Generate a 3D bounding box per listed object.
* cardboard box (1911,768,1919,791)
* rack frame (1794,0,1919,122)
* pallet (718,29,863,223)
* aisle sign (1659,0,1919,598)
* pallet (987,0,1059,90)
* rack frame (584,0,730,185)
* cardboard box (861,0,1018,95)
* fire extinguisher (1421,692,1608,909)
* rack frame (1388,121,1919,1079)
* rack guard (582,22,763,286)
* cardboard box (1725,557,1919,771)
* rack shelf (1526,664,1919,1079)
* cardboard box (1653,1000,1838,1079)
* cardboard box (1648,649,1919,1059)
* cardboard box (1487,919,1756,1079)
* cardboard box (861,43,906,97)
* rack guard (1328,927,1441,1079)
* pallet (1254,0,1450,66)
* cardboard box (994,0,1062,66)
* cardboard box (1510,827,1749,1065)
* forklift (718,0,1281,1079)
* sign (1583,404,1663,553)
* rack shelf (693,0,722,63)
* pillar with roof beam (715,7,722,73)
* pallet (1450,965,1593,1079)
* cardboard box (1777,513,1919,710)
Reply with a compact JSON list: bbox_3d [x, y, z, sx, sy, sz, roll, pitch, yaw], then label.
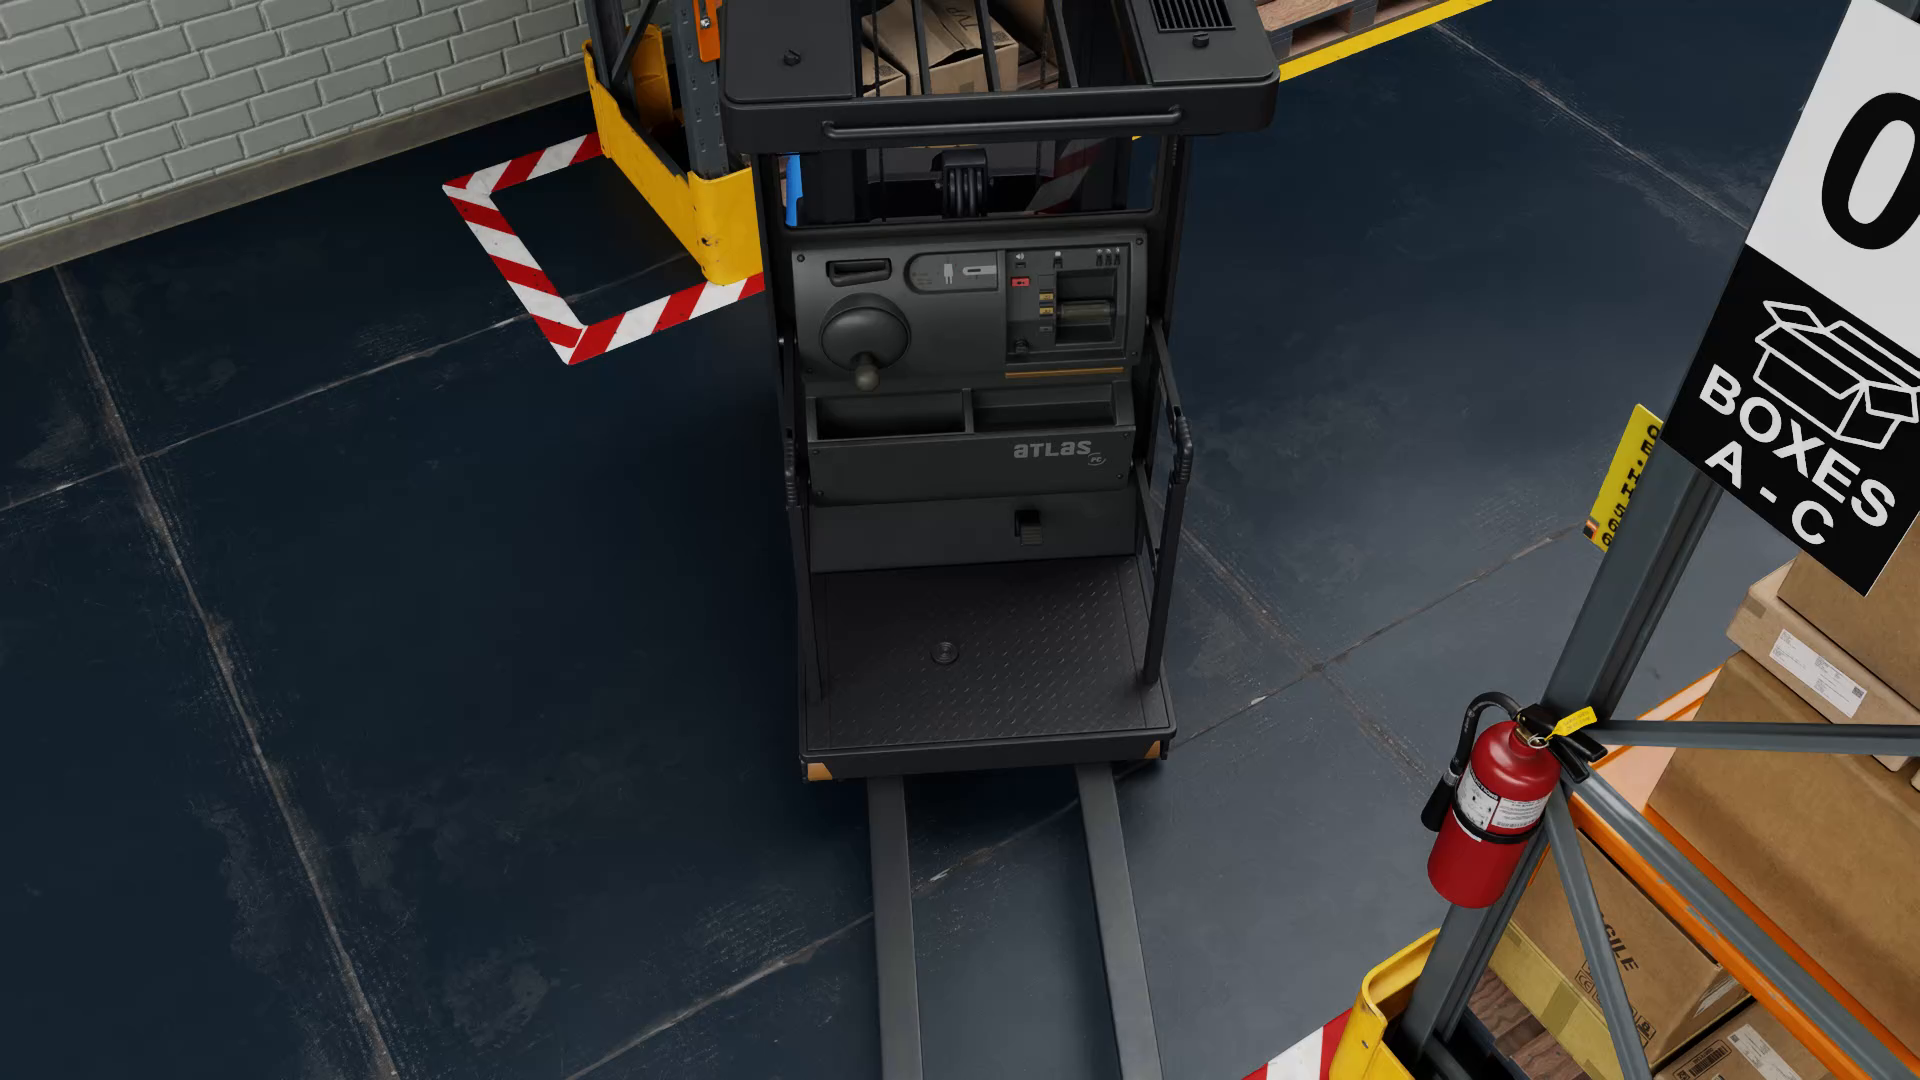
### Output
[{"bbox_3d":[1.889,0.453,2.837,0.250,0.149,0.380,-26,53,-21],"label":"cardboard box"},{"bbox_3d":[1.443,-1.273,0.858,0.127,3.000,1.000,-25,53,-21],"label":"rack frame"},{"bbox_3d":[-0.433,-1.810,7.220,1.213,0.211,1.003,-25,53,-21],"label":"pallet"},{"bbox_3d":[1.230,-0.302,2.269,0.004,0.787,0.394,-25,53,-21],"label":"aisle sign"},{"bbox_3d":[0.597,-2.293,7.650,1.213,0.211,1.003,-25,53,-21],"label":"pallet"},{"bbox_3d":[-1.204,-2.405,5.883,0.127,3.000,1.000,-25,53,-21],"label":"rack frame"},{"bbox_3d":[-0.088,-2.103,7.120,0.500,0.311,0.500,-21,52,-18],"label":"cardboard box"},{"bbox_3d":[1.095,0.501,3.347,0.183,0.674,0.296,-25,53,-21],"label":"fire extinguisher"},{"bbox_3d":[1.443,0.722,3.098,0.127,3.000,1.000,-25,53,-21],"label":"rack frame"},{"bbox_3d":[-1.139,-1.604,6.844,0.348,0.500,1.175,-25,53,-21],"label":"rack guard"},{"bbox_3d":[1.664,0.200,3.062,0.250,0.149,0.380,-26,53,-21],"label":"cardboard box"},{"bbox_3d":[3.134,0.164,4.077,4.000,0.370,1.077,-25,53,-21],"label":"rack shelf"},{"bbox_3d":[2.015,1.424,4.034,0.500,0.250,0.500,-25,53,-21],"label":"cardboard box"},{"bbox_3d":[1.844,0.511,3.220,0.500,0.500,0.700,-25,53,-21],"label":"cardboard box"},{"bbox_3d":[1.739,1.096,4.325,0.500,0.250,0.500,-25,53,-21],"label":"cardboard box"},{"bbox_3d":[-0.571,-1.876,6.918,0.500,0.311,0.500,-31,55,-25],"label":"cardboard box"},{"bbox_3d":[1.422,1.563,4.023,0.348,0.500,1.175,-25,53,-21],"label":"rack guard"},{"bbox_3d":[1.630,-2.782,8.086,1.213,0.211,1.003,-25,53,-21],"label":"pallet"},{"bbox_3d":[0.559,-2.427,7.282,0.500,0.500,0.700,-28,54,-23],"label":"cardboard box"},{"bbox_3d":[1.737,0.846,4.046,0.500,0.500,0.500,-25,53,-21],"label":"cardboard box"},{"bbox_3d":[0.049,-0.507,4.239,1.130,2.935,3.031,-3,48,-3],"label":"forklift"},{"bbox_3d":[1.165,-0.090,2.888,0.005,0.325,0.100,-25,53,-21],"label":"sign"},{"bbox_3d":[0.488,-2.963,6.862,4.000,0.370,1.077,-25,53,-21],"label":"rack shelf"},{"bbox_3d":[1.224,-2.507,1.957,0.400,9.000,9.100,-25,53,-21],"label":"pillar with roof beam"},{"bbox_3d":[2.067,1.318,4.435,1.213,0.211,1.003,-25,53,-21],"label":"pallet"},{"bbox_3d":[1.889,0.058,2.754,0.500,0.500,0.700,-25,53,-21],"label":"cardboard box"}]
